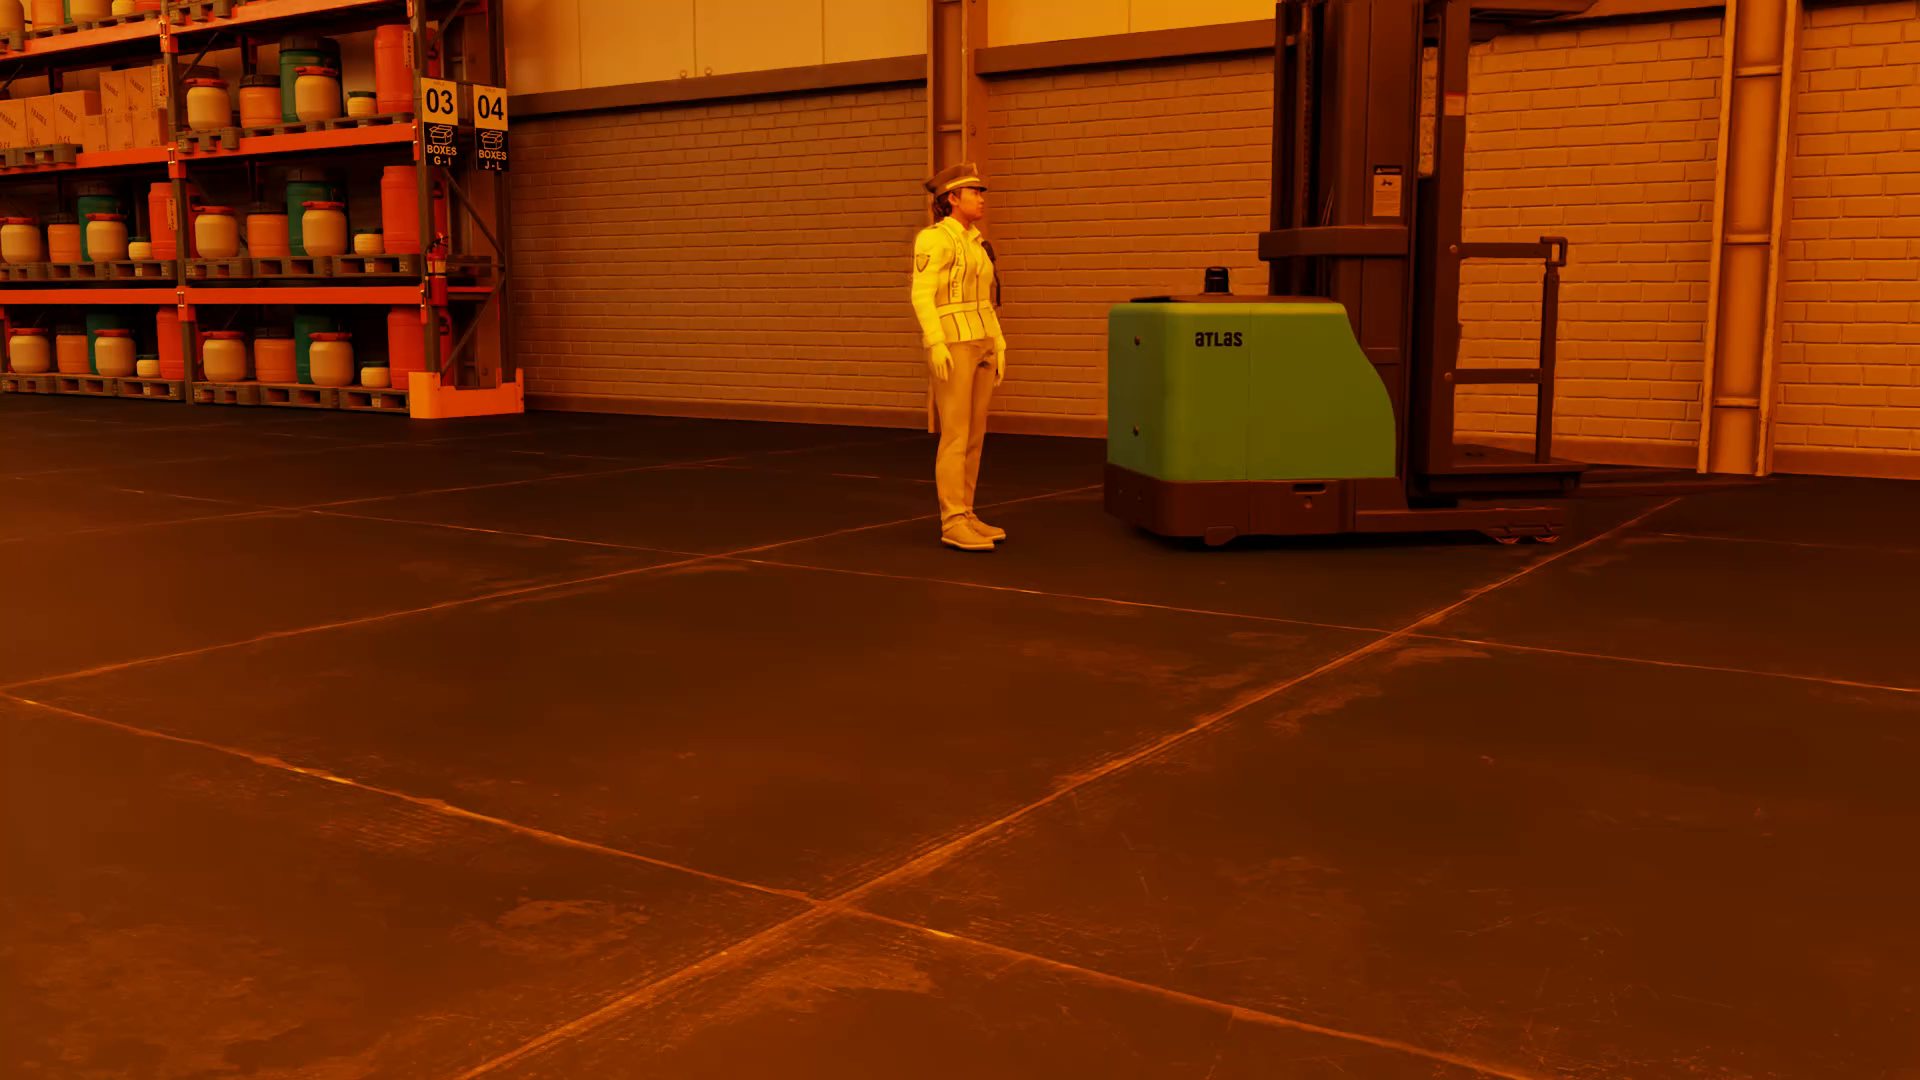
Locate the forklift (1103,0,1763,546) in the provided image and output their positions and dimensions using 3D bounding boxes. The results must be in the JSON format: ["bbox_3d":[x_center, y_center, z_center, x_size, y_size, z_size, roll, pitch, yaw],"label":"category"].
[{"bbox_3d":[2.267,-1.503,7.760,3.031,2.935,1.130,-2,8,-11],"label":"forklift"}]

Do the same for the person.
[{"bbox_3d":[0.061,-0.838,7.440,0.517,1.692,0.595,5,10,33],"label":"person"}]
